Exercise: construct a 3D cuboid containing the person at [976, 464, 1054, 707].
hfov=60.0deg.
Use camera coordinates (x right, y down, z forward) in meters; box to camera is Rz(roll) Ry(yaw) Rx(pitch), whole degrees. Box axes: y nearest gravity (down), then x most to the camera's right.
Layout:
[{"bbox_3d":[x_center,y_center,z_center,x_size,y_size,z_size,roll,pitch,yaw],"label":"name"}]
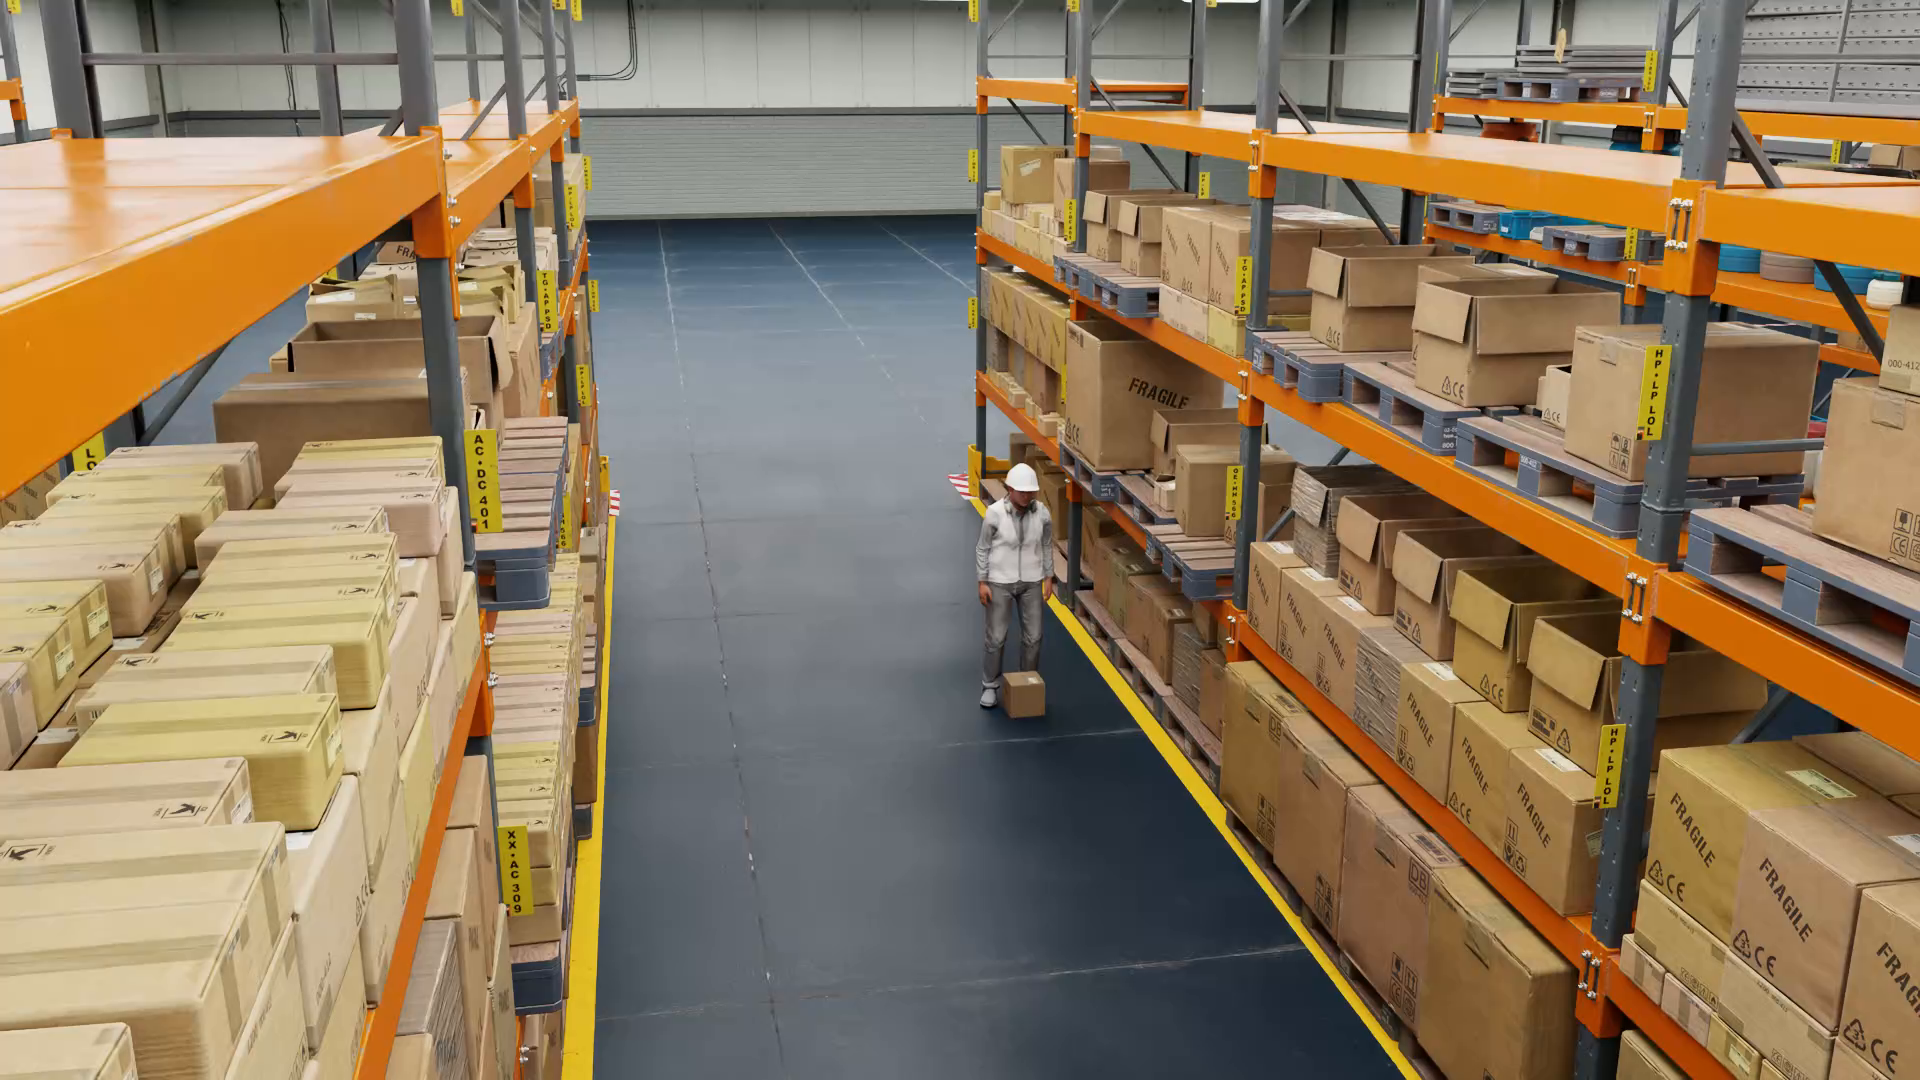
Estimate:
[{"bbox_3d":[0.402,0.306,11.941,0.579,1.769,0.466,-4,17,-13],"label":"person"}]
